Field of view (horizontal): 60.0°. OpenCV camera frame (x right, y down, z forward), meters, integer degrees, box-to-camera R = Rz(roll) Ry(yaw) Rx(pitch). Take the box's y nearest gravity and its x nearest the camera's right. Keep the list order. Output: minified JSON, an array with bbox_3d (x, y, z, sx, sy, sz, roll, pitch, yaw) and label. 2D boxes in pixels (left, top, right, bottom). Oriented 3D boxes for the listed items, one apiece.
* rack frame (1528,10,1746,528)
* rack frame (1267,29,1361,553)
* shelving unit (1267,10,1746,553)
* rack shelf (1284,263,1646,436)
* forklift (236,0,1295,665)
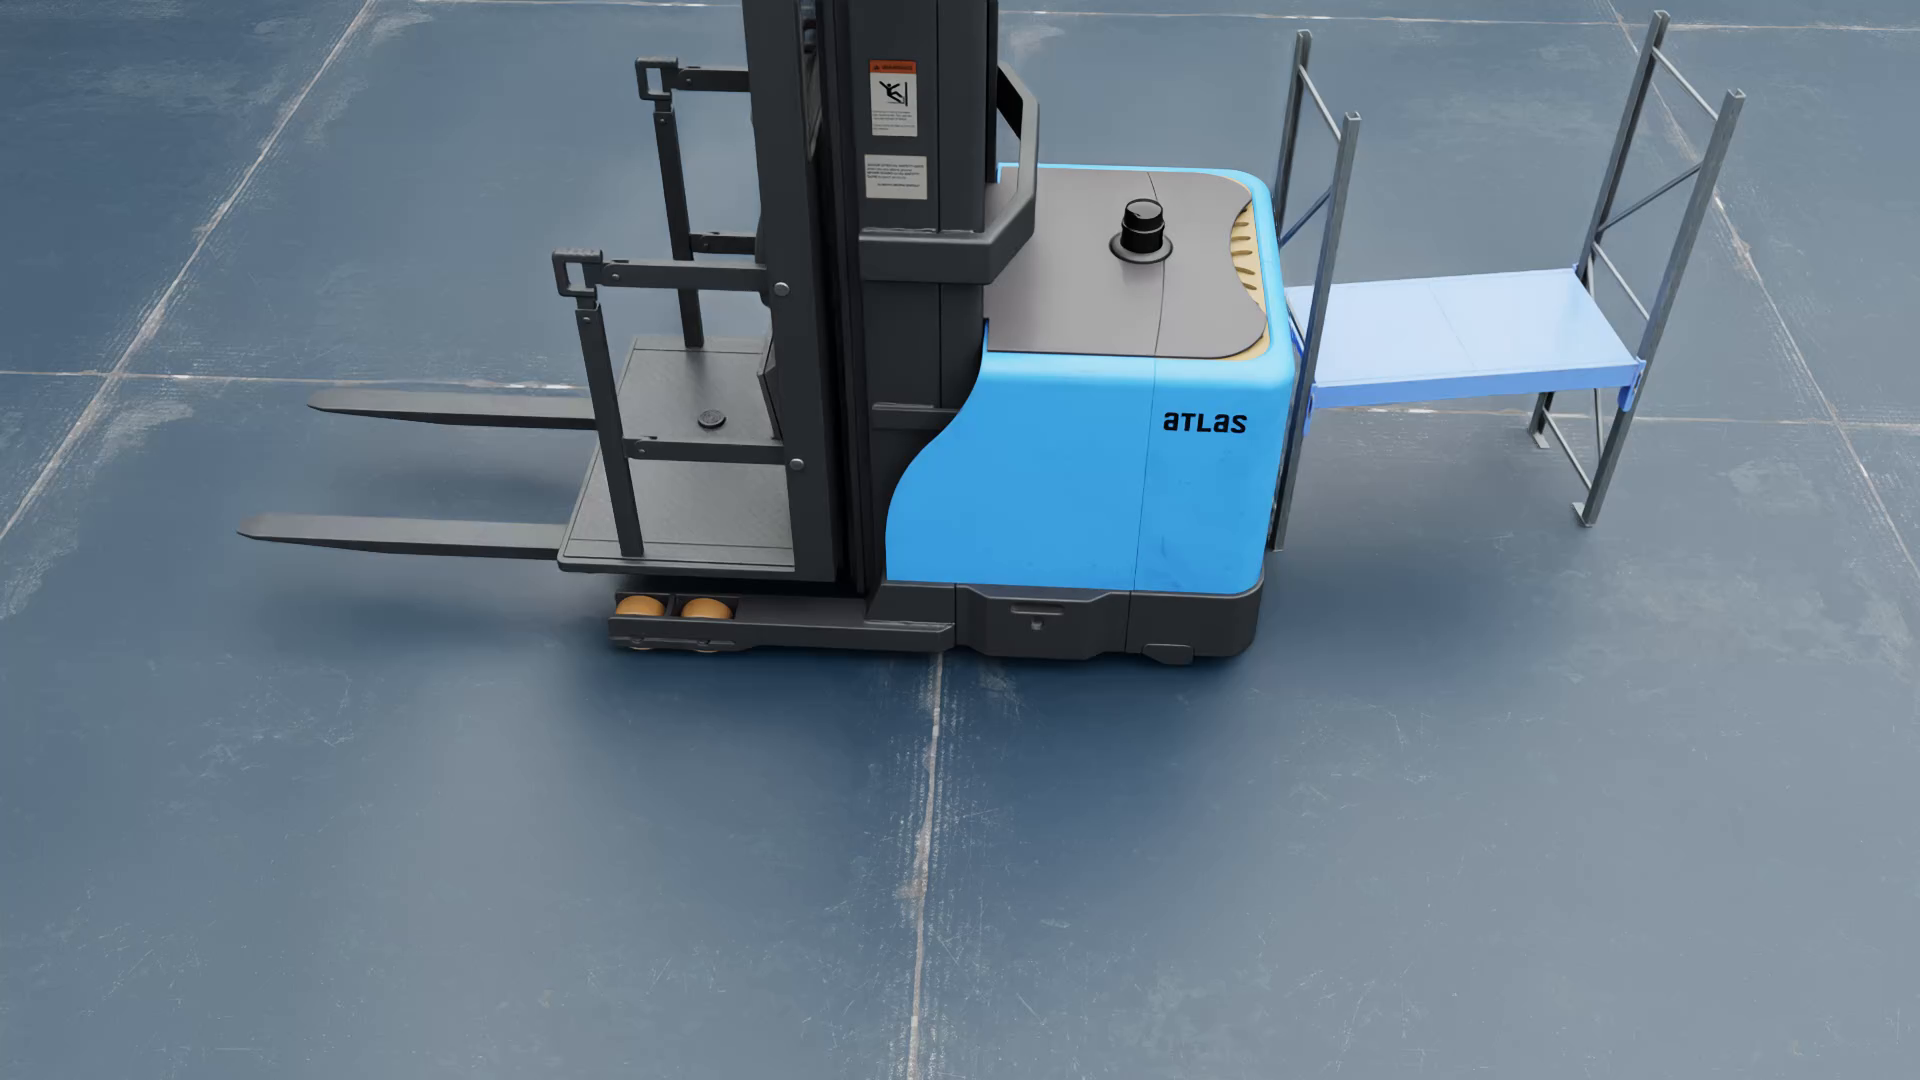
[{"bbox_3d":[1.977,-0.758,4.963,0.032,1.500,0.500,-5,43,-5],"label":"rack frame"},{"bbox_3d":[0.967,-0.678,4.878,0.032,1.500,0.500,-5,43,-5],"label":"rack frame"},{"bbox_3d":[1.472,-0.718,4.921,1.048,1.500,0.538,-5,43,-5],"label":"shelving unit"},{"bbox_3d":[1.472,-0.586,5.043,1.000,0.185,0.538,-5,43,-5],"label":"rack shelf"},{"bbox_3d":[-0.627,-1.098,4.279,3.031,2.935,1.130,2,43,3],"label":"forklift"}]
